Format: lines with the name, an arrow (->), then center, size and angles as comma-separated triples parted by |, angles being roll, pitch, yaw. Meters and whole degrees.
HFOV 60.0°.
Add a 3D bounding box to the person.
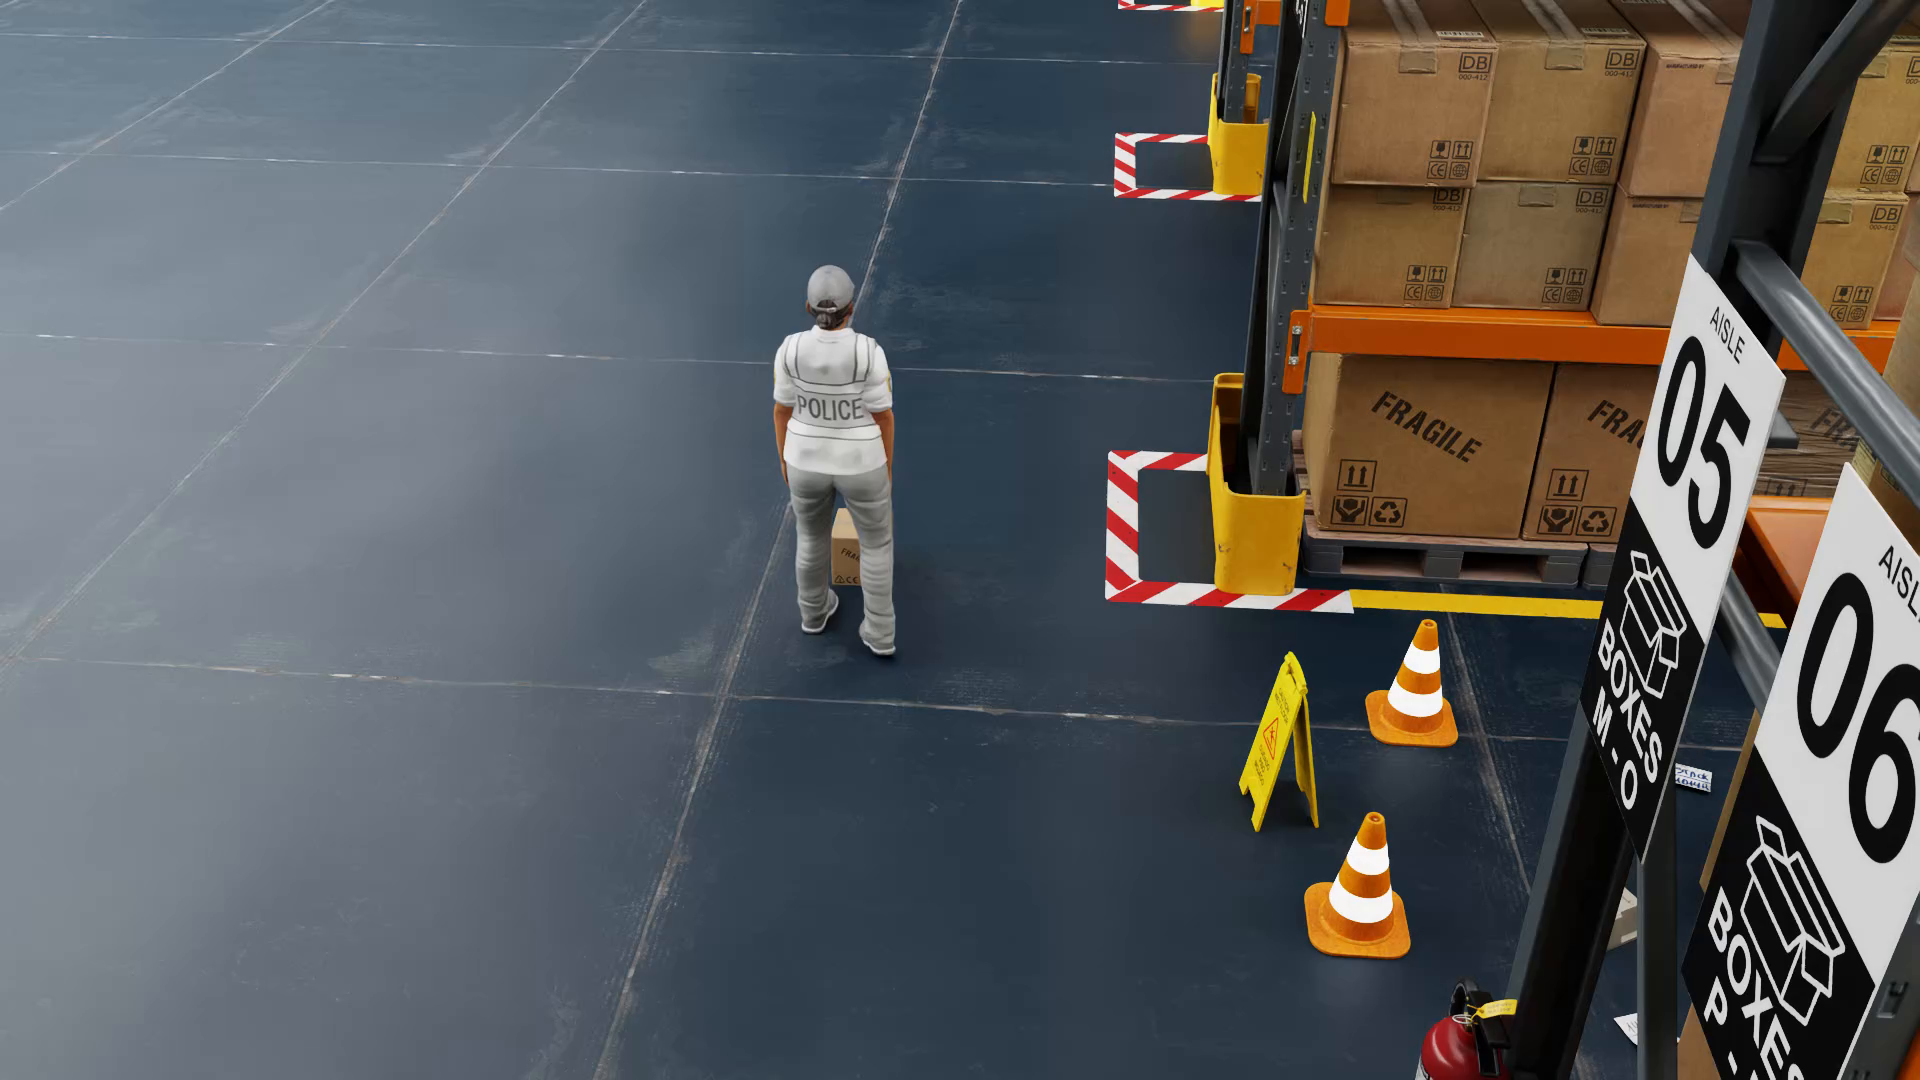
person -> -0.492, -0.305, 6.646 | 0.469, 1.684, 0.392 | 4, 32, 6
